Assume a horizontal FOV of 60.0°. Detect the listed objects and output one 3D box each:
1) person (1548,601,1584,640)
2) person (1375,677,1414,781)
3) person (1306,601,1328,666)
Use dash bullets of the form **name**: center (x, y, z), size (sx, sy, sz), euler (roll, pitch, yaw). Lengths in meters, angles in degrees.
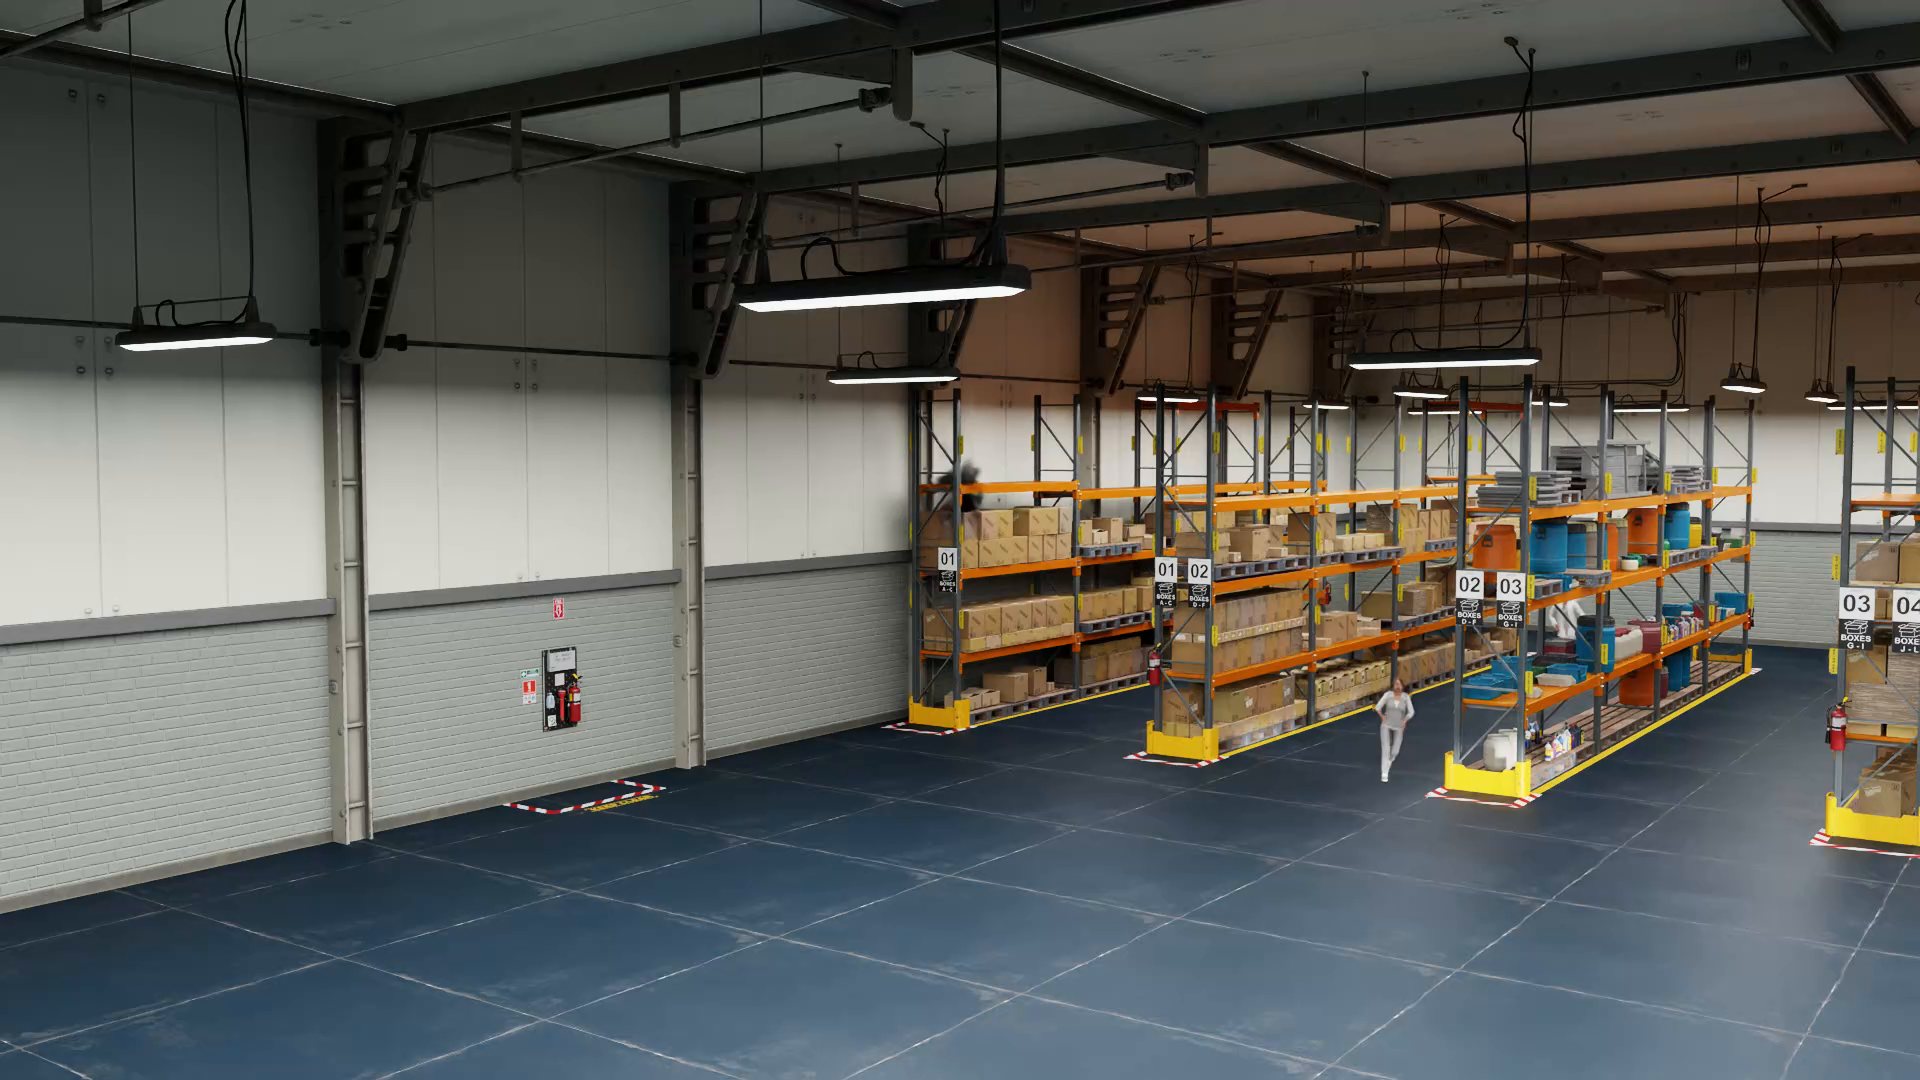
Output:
- **person**: center (13.652, 2.015, 37.504), size (0.753, 1.702, 0.570), euler (2, 4, 28)
- **person**: center (6.506, 2.869, 24.923), size (0.569, 1.465, 0.595), euler (1, 3, 14)
- **person**: center (7.649, 2.127, 35.705), size (0.601, 1.645, 0.918), euler (2, 4, 29)
